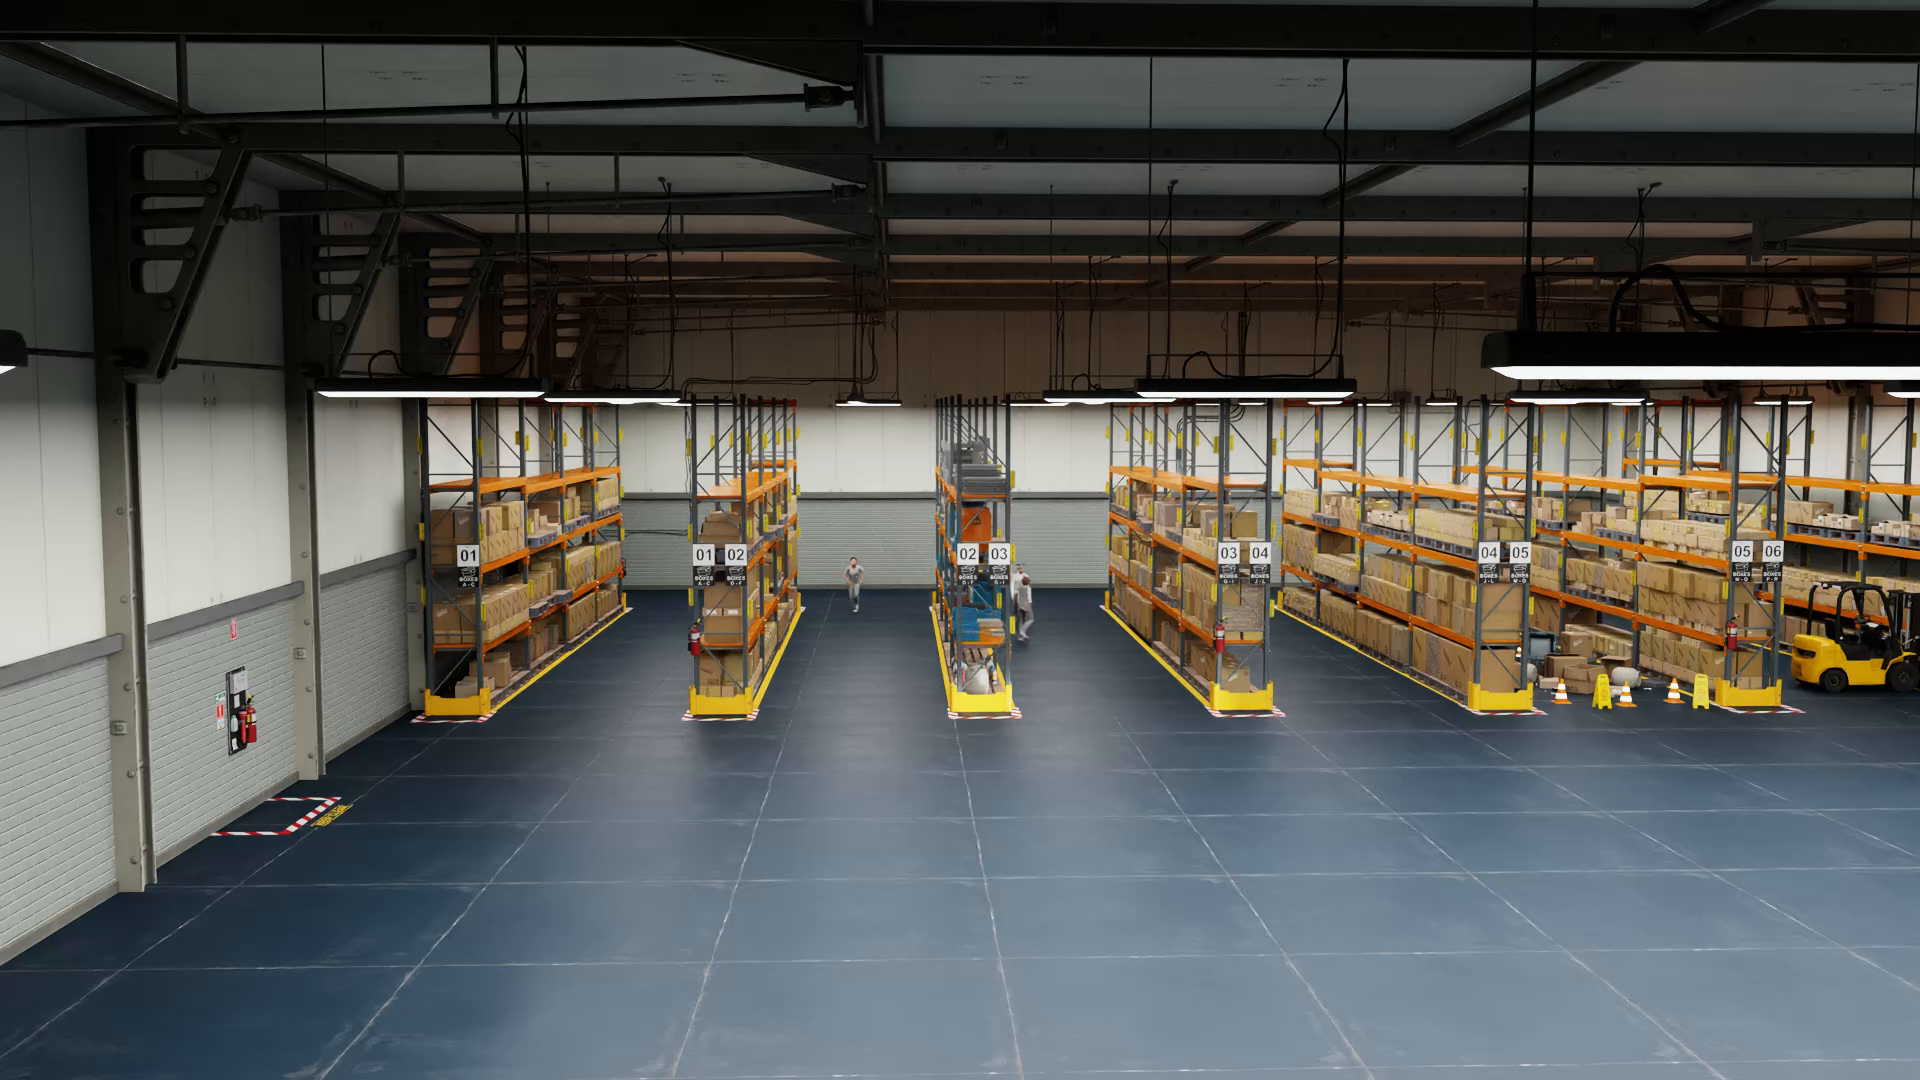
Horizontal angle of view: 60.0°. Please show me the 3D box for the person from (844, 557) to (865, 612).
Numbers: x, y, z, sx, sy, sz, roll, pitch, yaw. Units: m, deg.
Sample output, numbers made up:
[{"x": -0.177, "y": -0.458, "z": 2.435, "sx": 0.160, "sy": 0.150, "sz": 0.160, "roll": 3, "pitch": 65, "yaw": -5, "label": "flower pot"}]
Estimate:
[{"x": -2.962, "y": 1.263, "z": 46.821, "sx": 0.573, "sy": 1.560, "sz": 0.700, "roll": 0, "pitch": 5, "yaw": 6, "label": "person"}]

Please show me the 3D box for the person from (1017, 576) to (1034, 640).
[{"x": 1.568, "y": 1.695, "z": 41.022, "sx": 0.462, "sy": 1.592, "sz": 0.471, "roll": 4, "pitch": 6, "yaw": 43, "label": "person"}]

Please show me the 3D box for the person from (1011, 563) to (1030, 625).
[{"x": 1.607, "y": 1.413, "z": 44.205, "sx": 0.512, "sy": 1.618, "sz": 1.049, "roll": 0, "pitch": 5, "yaw": -3, "label": "person"}]
